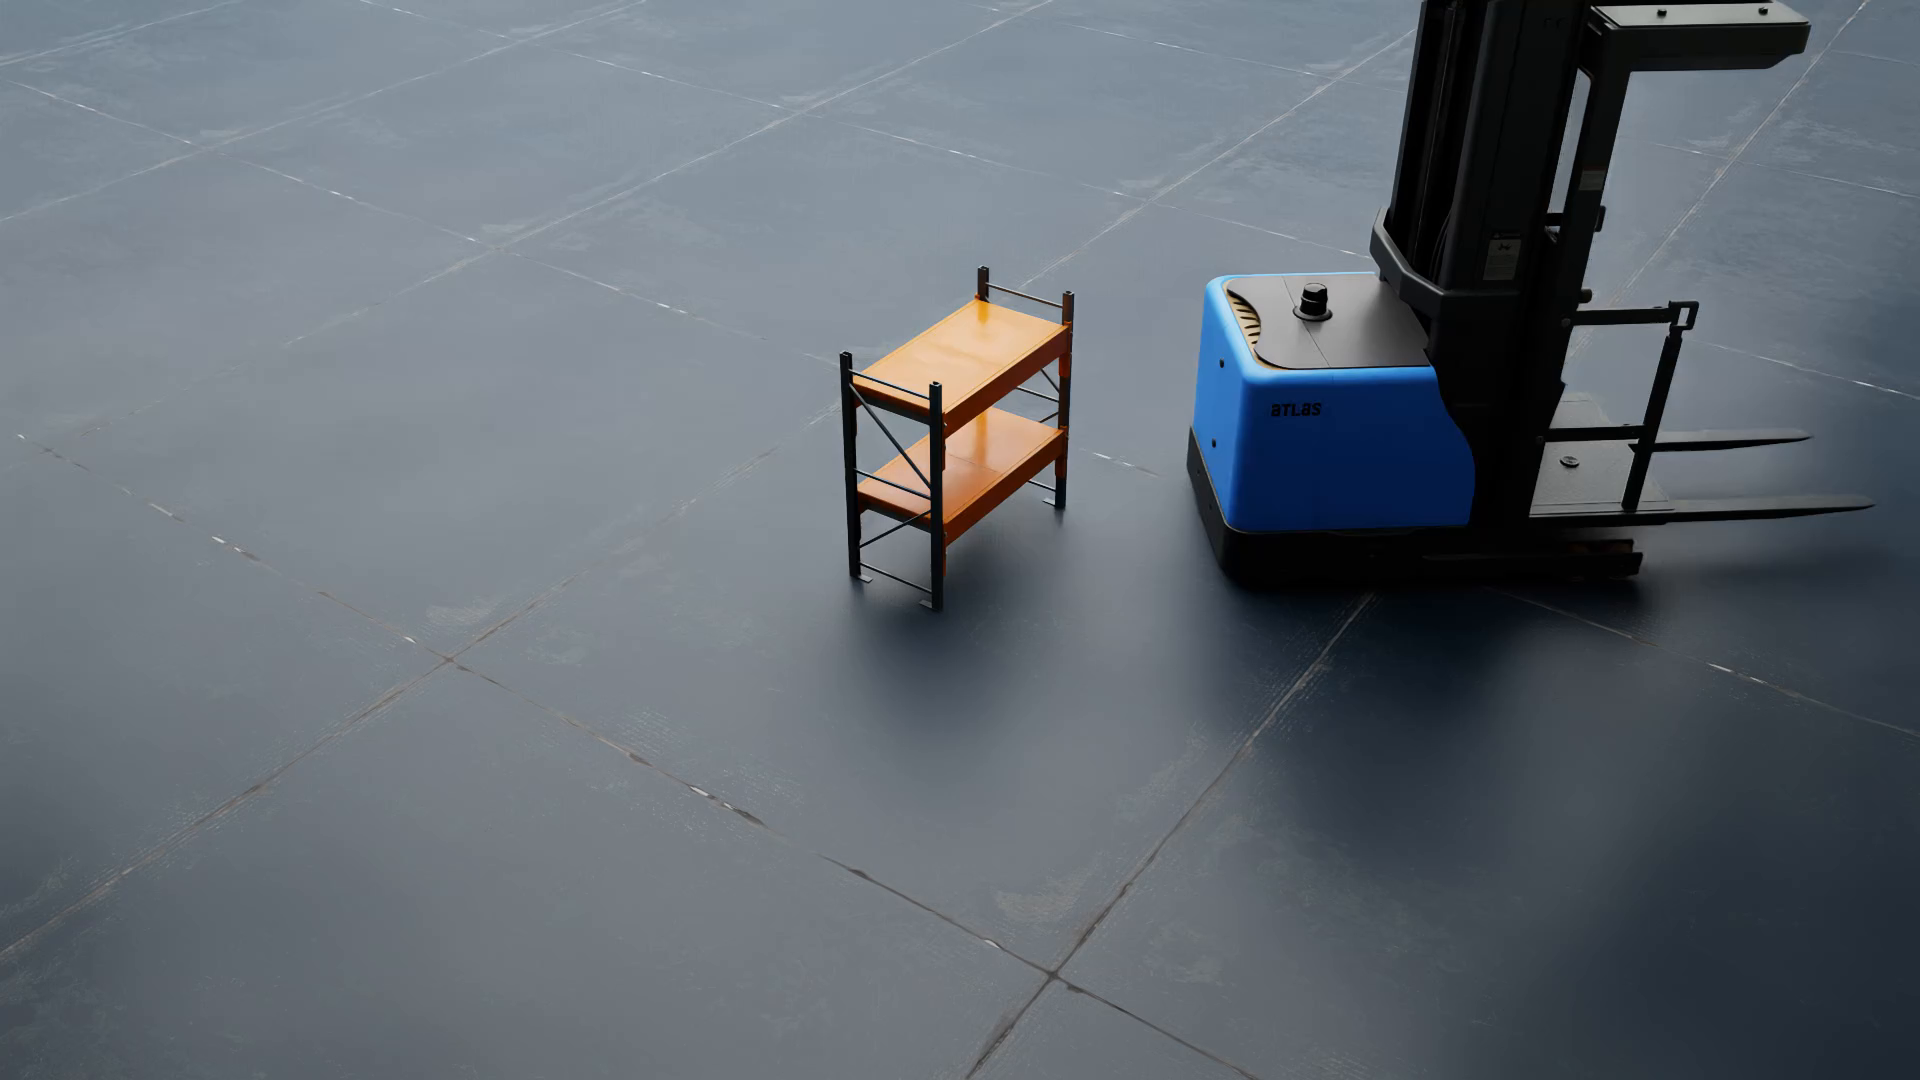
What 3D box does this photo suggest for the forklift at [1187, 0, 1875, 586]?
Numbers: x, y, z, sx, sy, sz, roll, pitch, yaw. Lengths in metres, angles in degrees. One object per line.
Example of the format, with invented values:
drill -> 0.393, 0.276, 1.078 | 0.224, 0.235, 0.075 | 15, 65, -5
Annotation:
forklift -> 2.648, -1.324, 7.091 | 3.031, 2.935, 1.130 | -2, 34, -3

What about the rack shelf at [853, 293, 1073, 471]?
rack shelf -> 0.004, -0.712, 7.276 | 0.538, 0.278, 1.000 | 21, 39, 28

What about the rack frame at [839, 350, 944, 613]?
rack frame -> -0.286, -0.235, 7.094 | 0.500, 1.125, 0.032 | 21, 39, 28

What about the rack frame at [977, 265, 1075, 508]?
rack frame -> 0.294, -0.703, 7.785 | 0.500, 1.125, 0.032 | 21, 39, 28

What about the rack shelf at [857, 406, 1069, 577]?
rack shelf -> 0.004, -0.267, 7.576 | 0.538, 0.278, 1.000 | 21, 39, 28

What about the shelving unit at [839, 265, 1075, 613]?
shelving unit -> 0.004, -0.469, 7.439 | 0.538, 1.125, 1.048 | 21, 39, 28
